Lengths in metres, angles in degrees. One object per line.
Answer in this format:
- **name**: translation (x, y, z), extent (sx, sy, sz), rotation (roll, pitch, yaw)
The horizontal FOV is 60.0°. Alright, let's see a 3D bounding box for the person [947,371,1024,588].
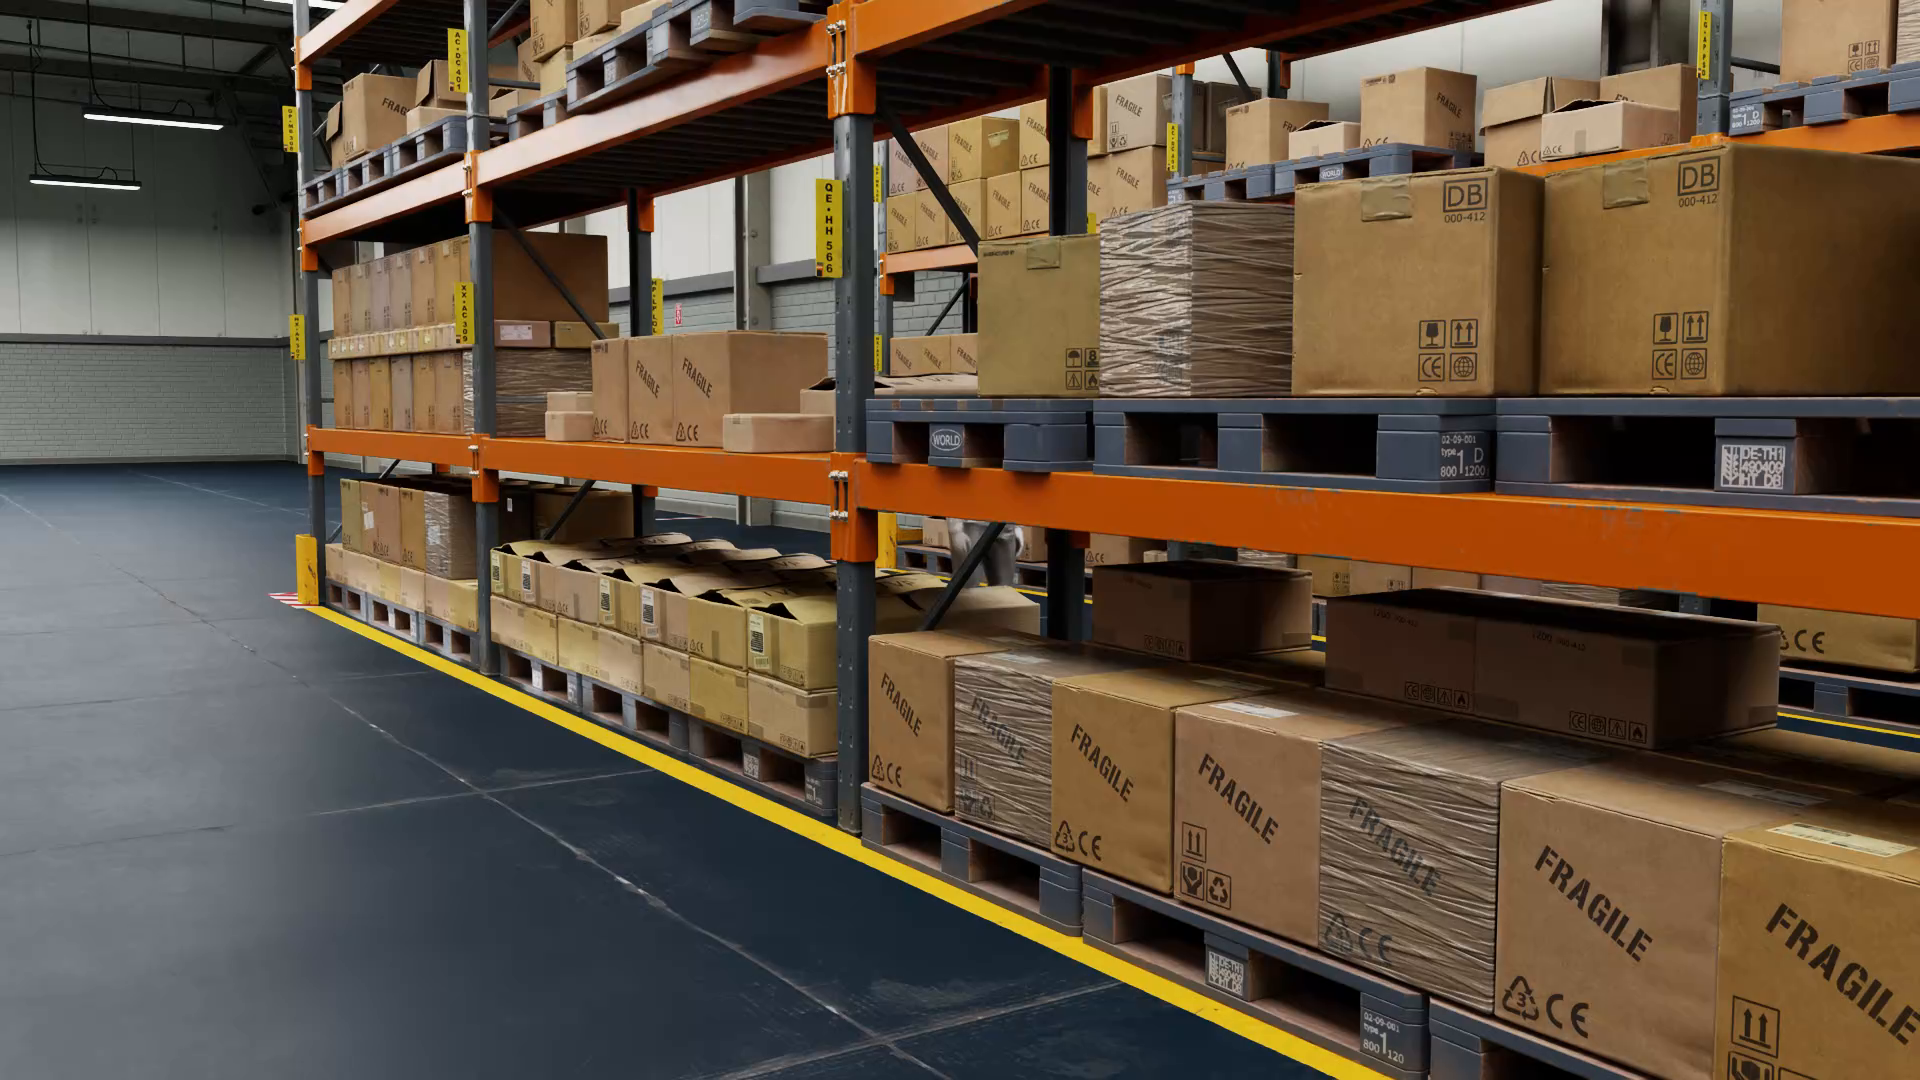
- **person**: translation (0.136, -0.044, 8.620), extent (0.468, 1.669, 0.329), rotation (-3, 6, -32)
